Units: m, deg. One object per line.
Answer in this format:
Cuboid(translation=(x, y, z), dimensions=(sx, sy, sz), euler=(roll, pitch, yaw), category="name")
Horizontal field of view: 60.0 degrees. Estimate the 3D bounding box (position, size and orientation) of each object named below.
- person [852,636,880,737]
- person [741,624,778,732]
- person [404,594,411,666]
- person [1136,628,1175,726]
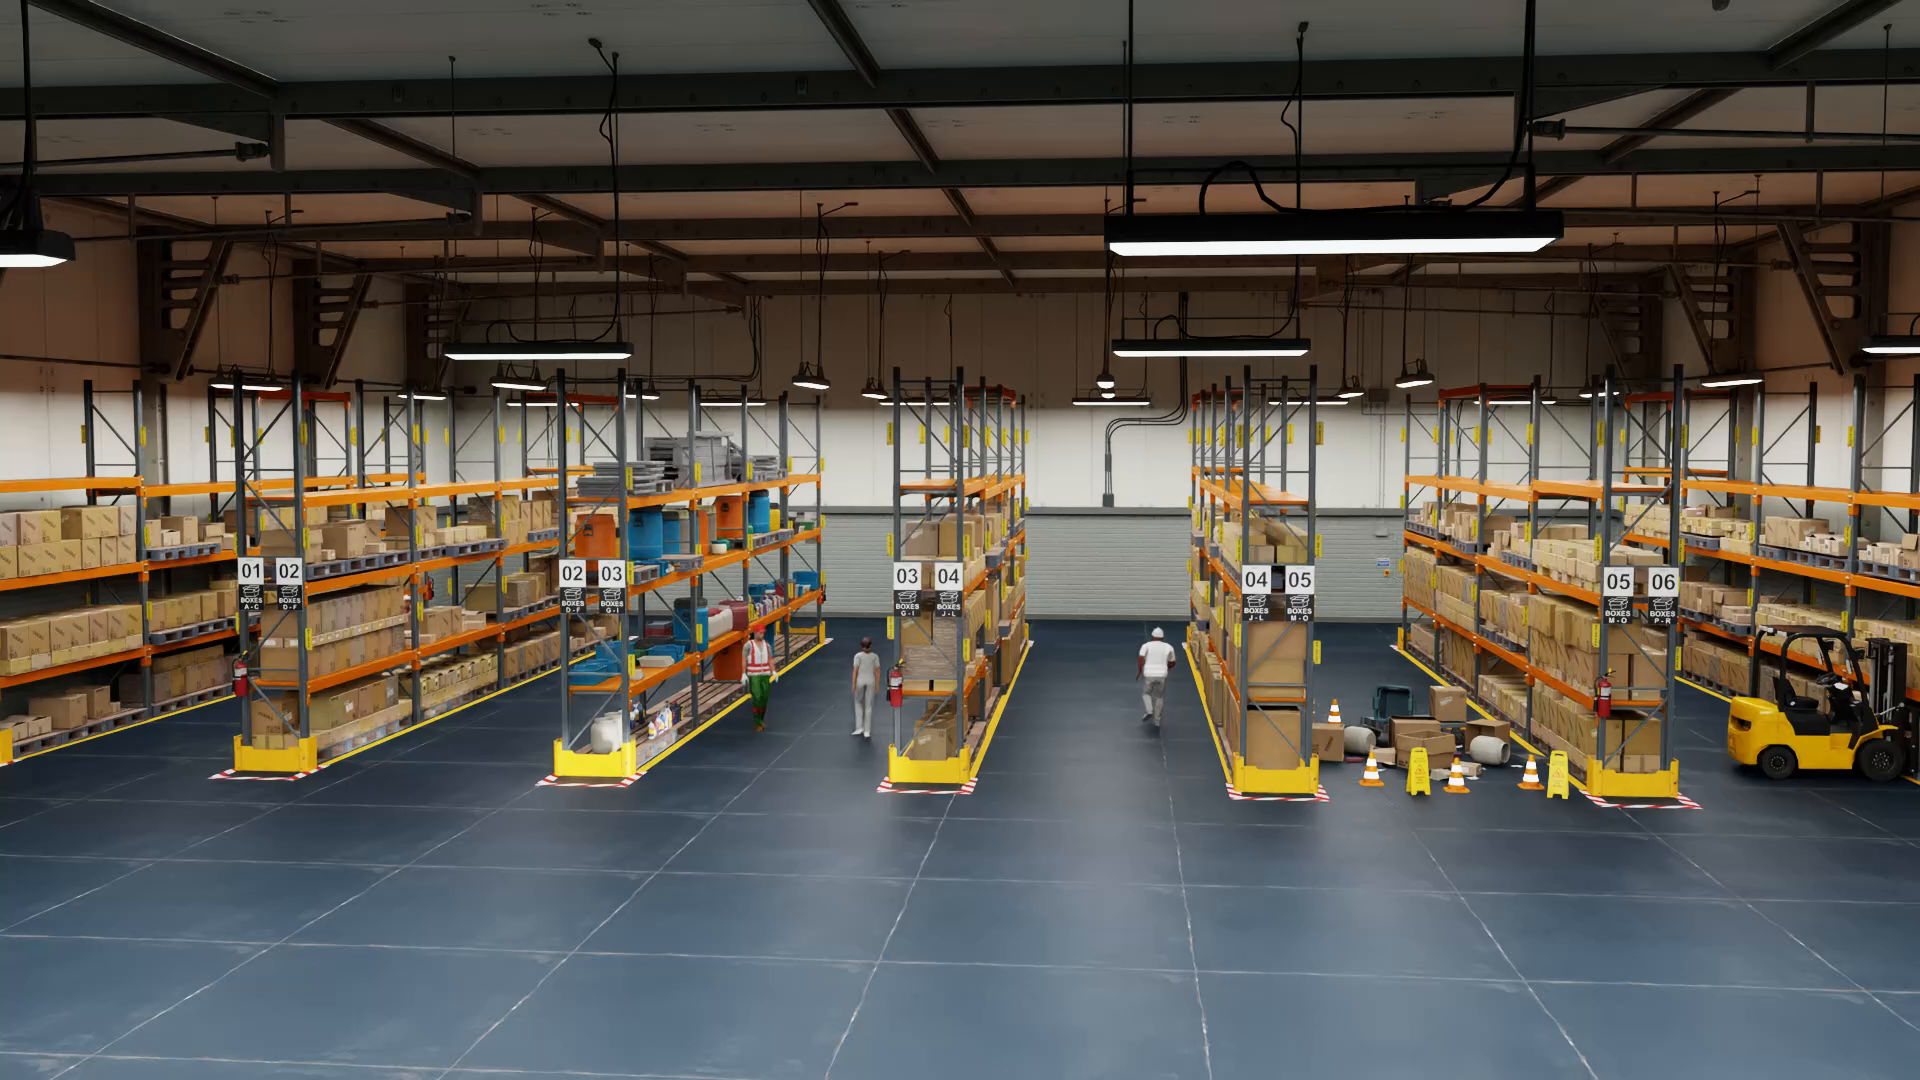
Cuboid(translation=(-1.565, 2.468, 27.767), dimensions=(0.476, 1.709, 0.606), euler=(0, 4, -8), category="person")
Cuboid(translation=(-3.399, 2.374, 28.418), dimensions=(0.567, 1.857, 0.562), euler=(-2, 4, -34), category="person")
Cuboid(translation=(-11.611, 1.976, 35.082), dimensions=(0.621, 1.712, 0.702), euler=(0, 4, 0), category="person")
Cuboid(translation=(3.420, 2.342, 29.084), dimensions=(0.680, 1.605, 0.732), euler=(0, 4, 7), category="person")
